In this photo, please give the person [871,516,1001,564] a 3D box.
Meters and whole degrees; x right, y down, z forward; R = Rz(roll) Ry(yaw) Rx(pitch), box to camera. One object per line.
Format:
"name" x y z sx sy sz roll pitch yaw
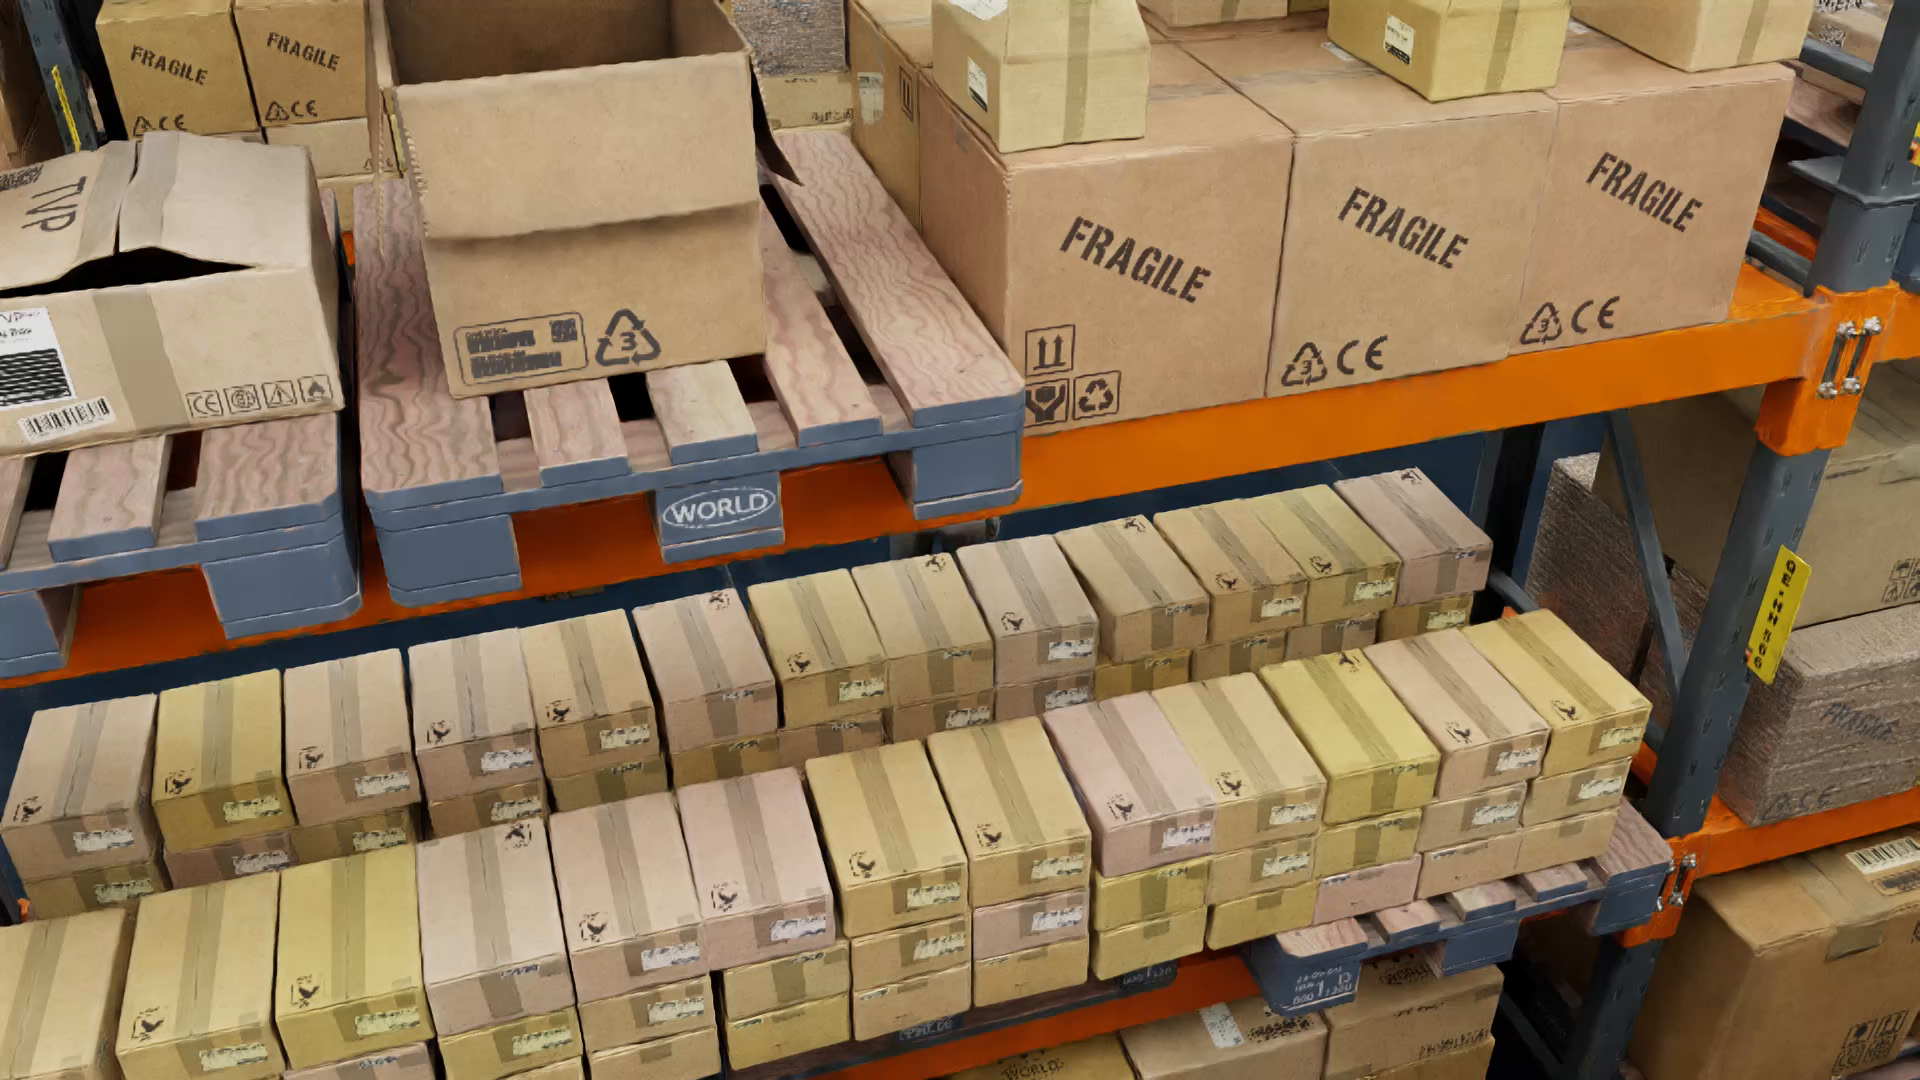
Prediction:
"person" -0.078 -0.106 6.244 0.551 1.677 0.394 -1 34 -1
